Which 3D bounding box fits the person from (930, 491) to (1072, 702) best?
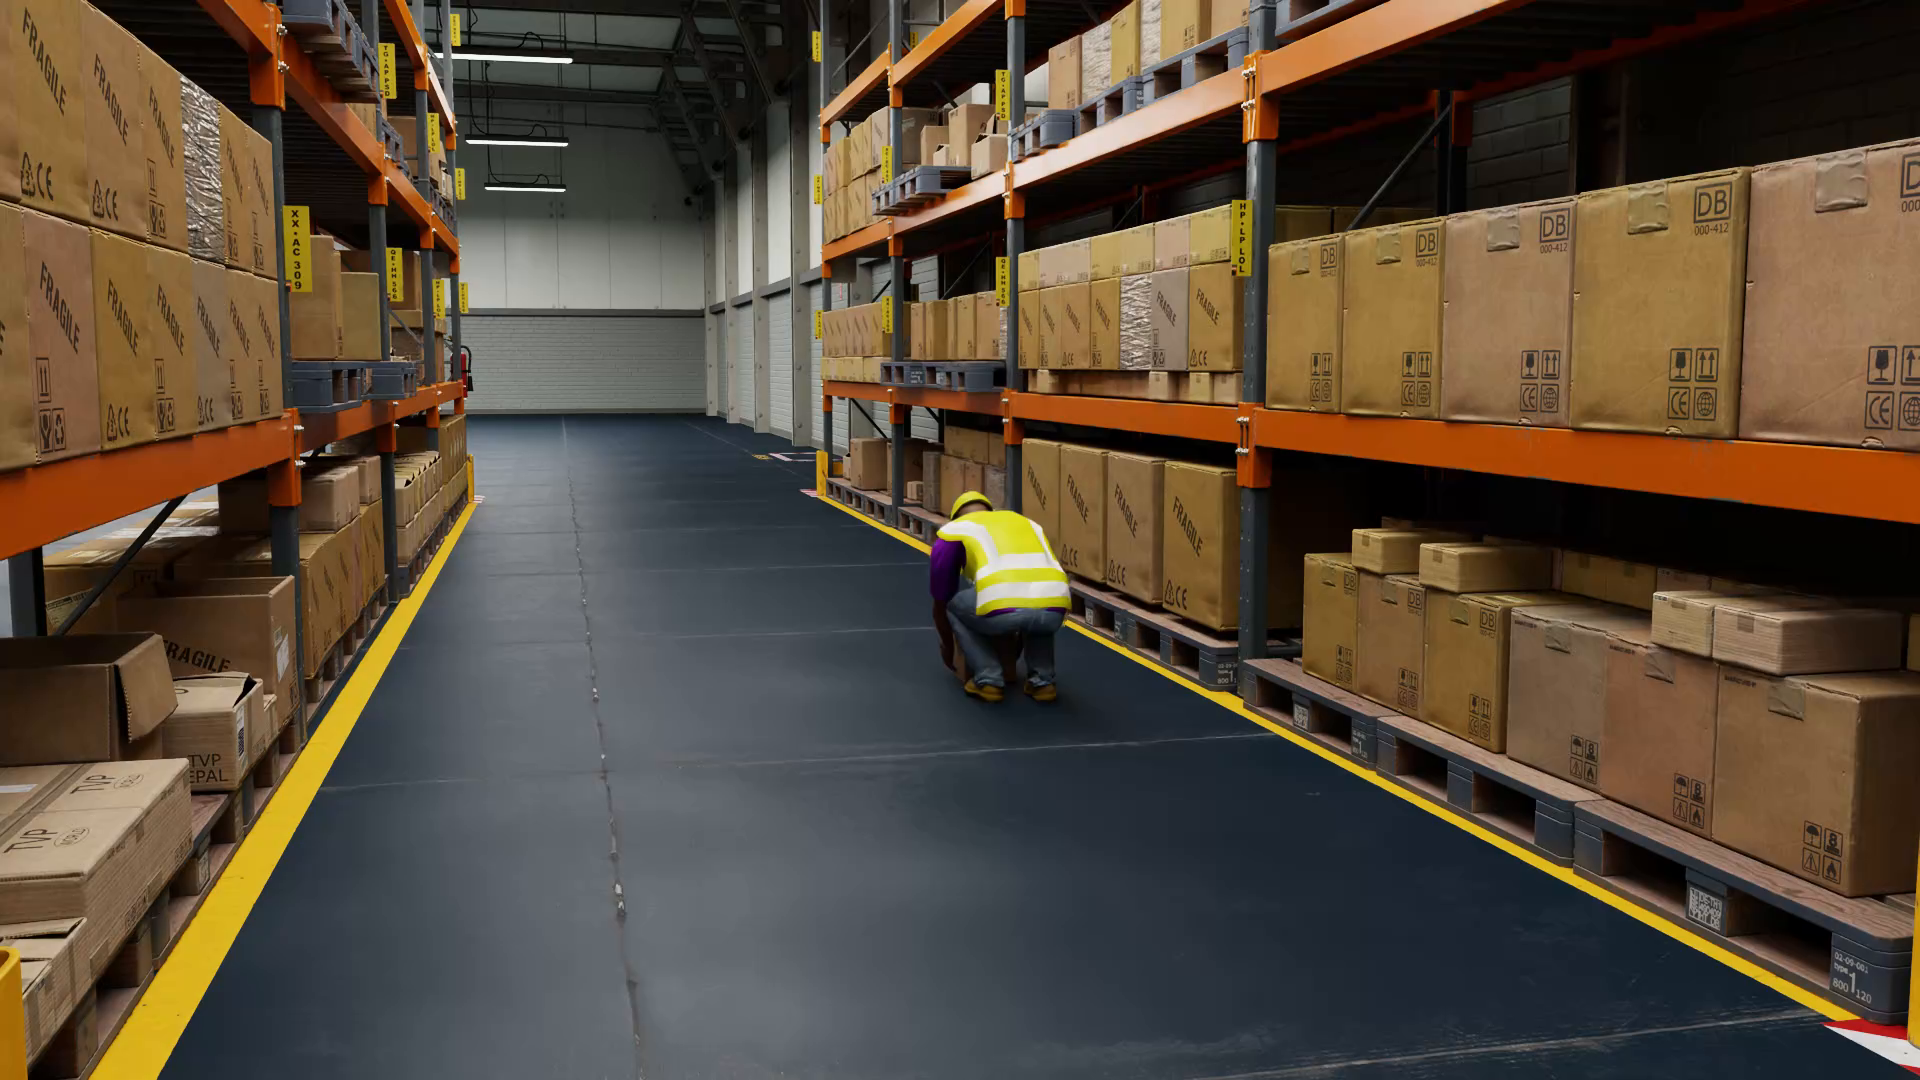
[{"bbox_3d":[0.164,0.253,7.582,0.567,0.903,0.896,-1,6,-13],"label":"person"}]
